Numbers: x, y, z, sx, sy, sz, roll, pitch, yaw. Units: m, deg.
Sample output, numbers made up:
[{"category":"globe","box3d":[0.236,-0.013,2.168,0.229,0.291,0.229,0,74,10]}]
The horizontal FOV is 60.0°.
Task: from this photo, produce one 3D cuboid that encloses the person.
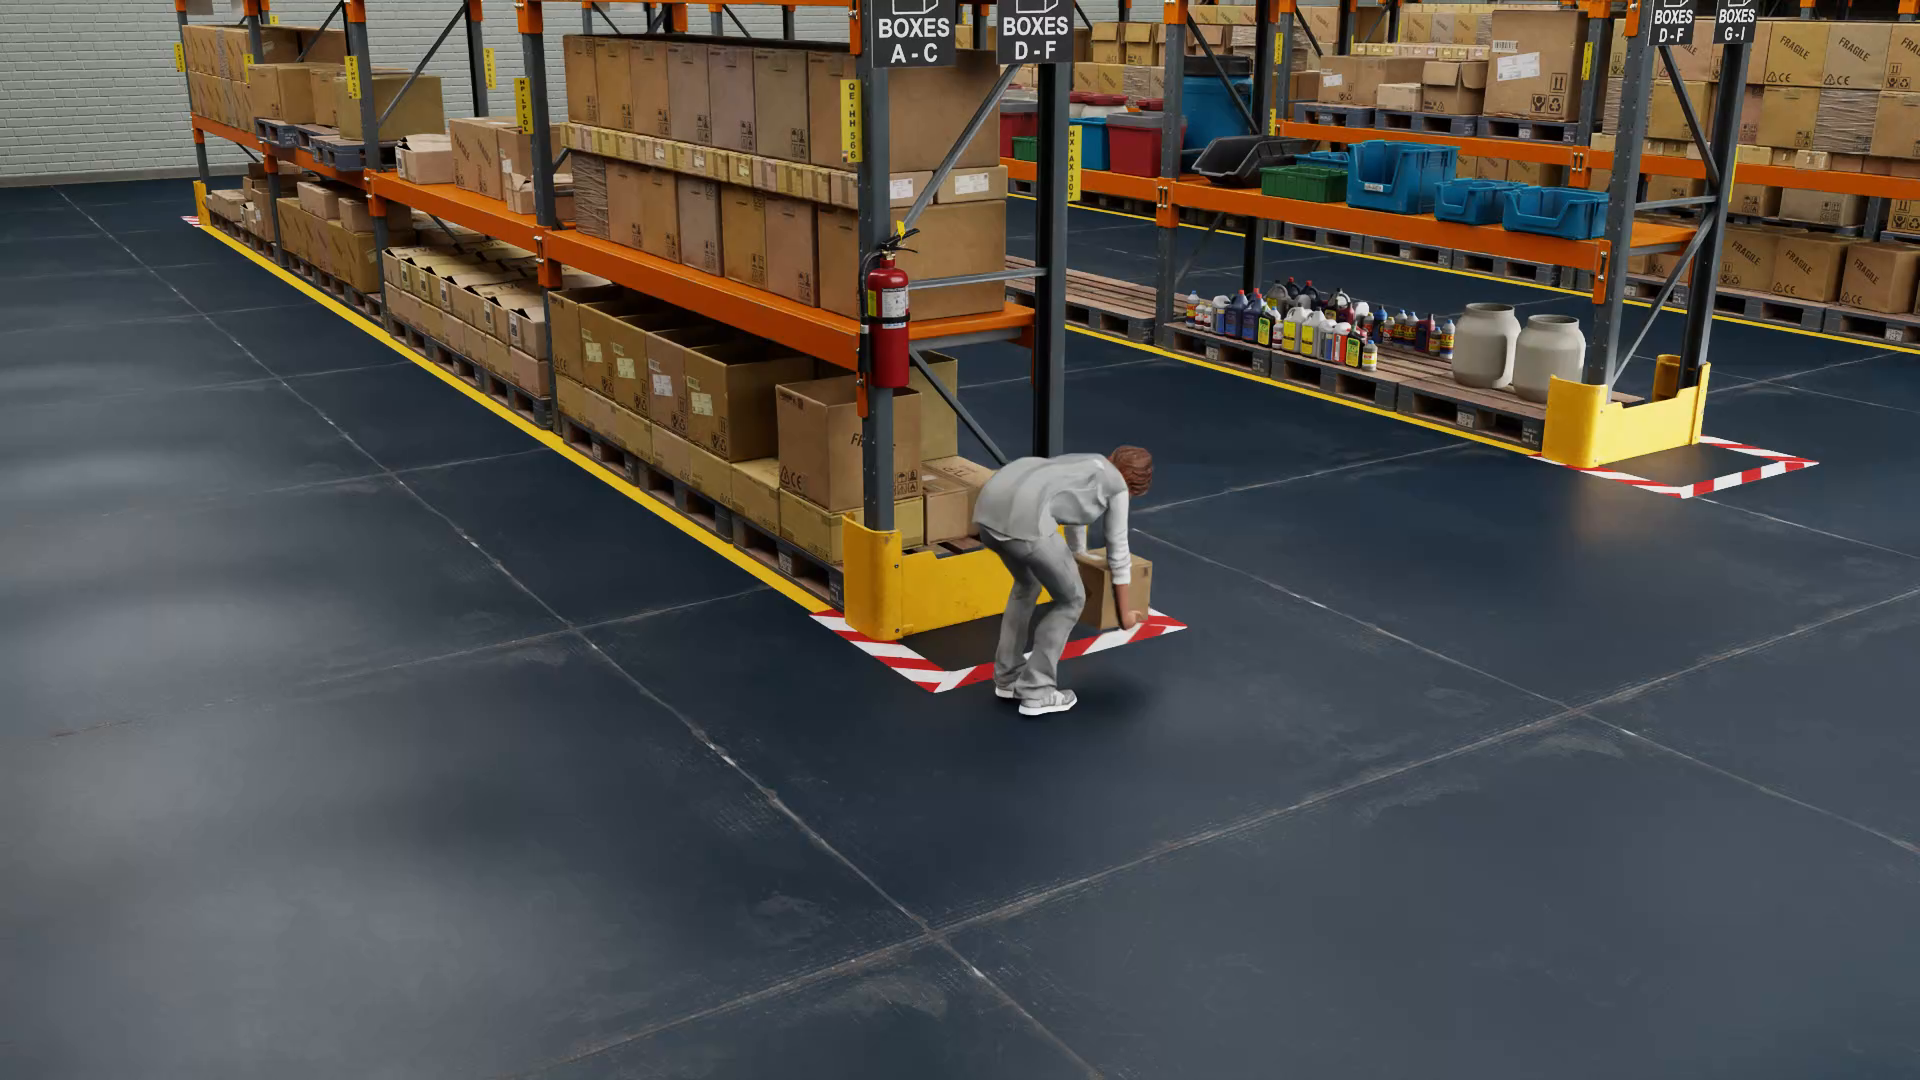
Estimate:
[{"category":"person","box3d":[0.434,0.148,6.615,0.871,0.977,0.391,-15,23,-37]}]
